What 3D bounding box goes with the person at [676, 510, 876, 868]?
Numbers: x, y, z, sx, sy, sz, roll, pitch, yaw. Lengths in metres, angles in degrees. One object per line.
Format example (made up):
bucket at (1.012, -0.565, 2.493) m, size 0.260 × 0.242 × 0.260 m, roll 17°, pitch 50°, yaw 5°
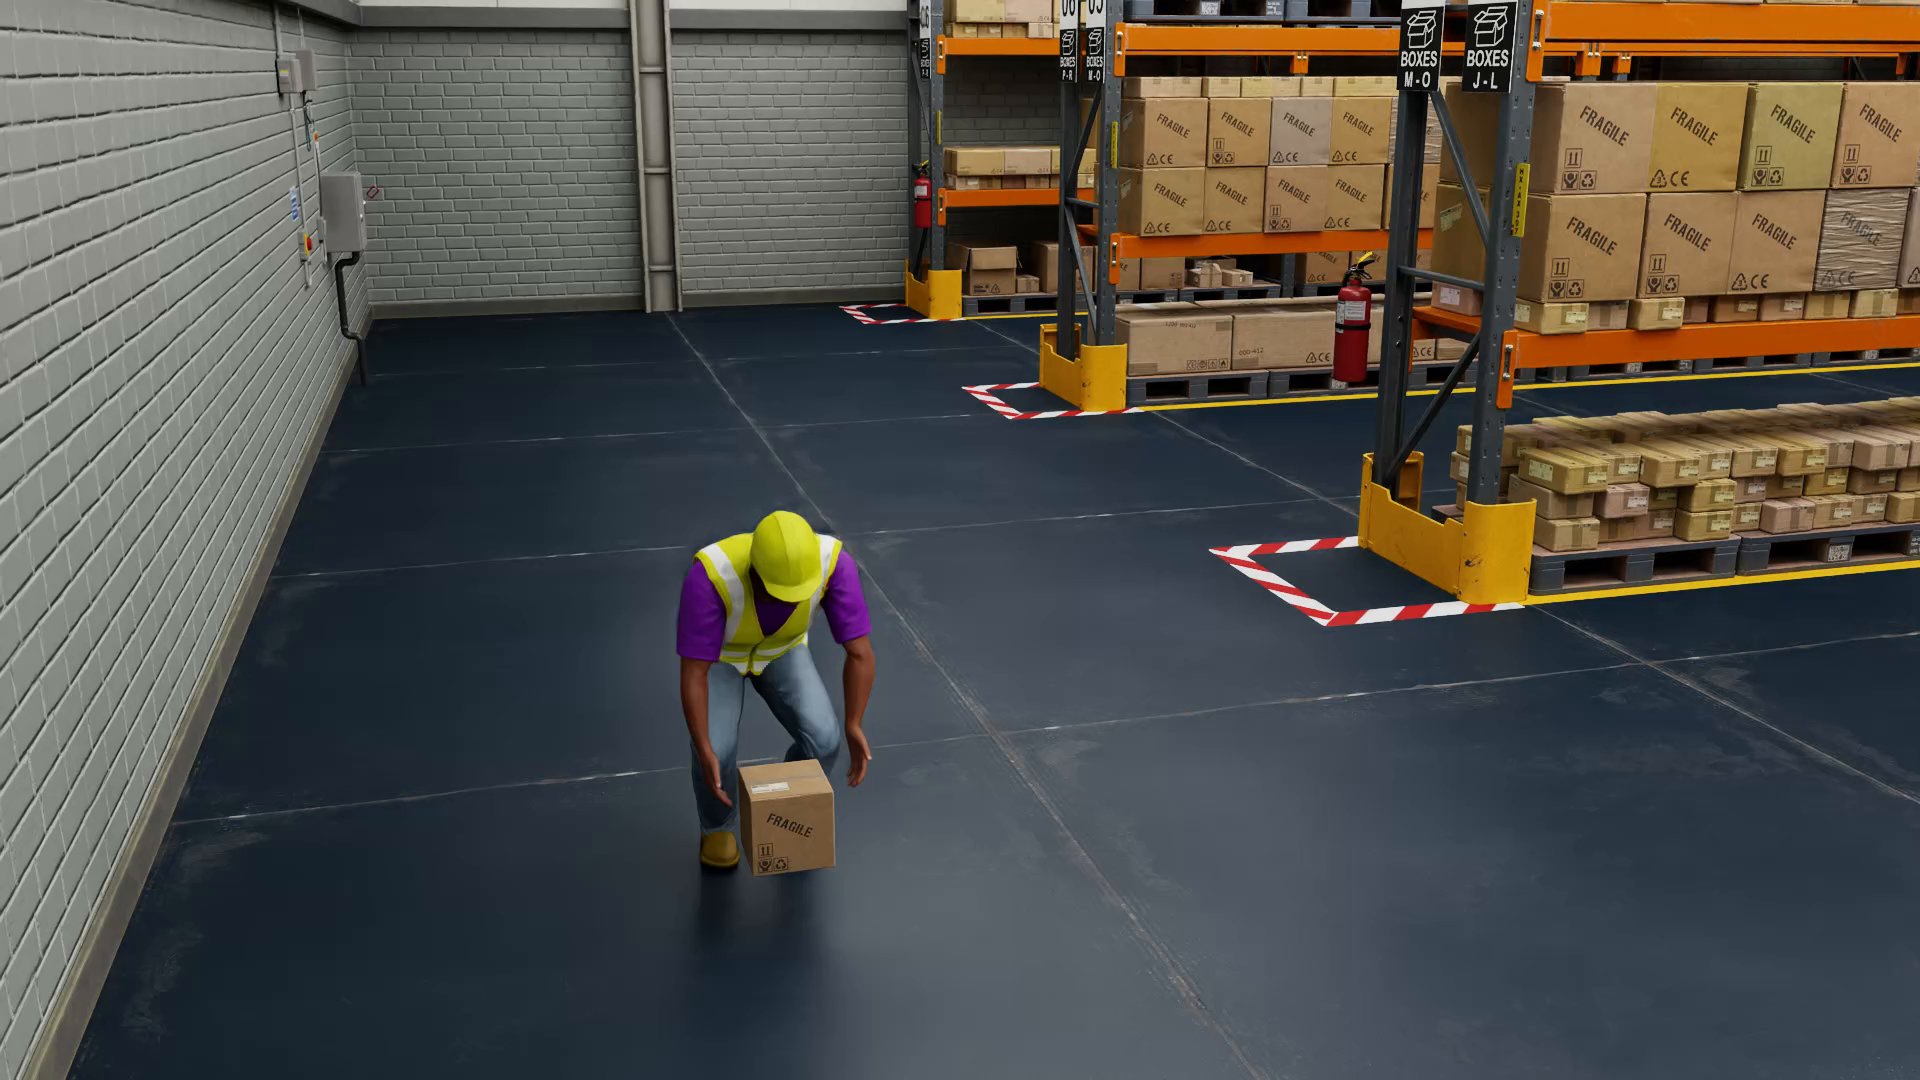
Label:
person at (-0.608, 0.445, 5.351) m, size 0.626 × 1.260 × 0.823 m, roll -4°, pitch 16°, yaw -15°
